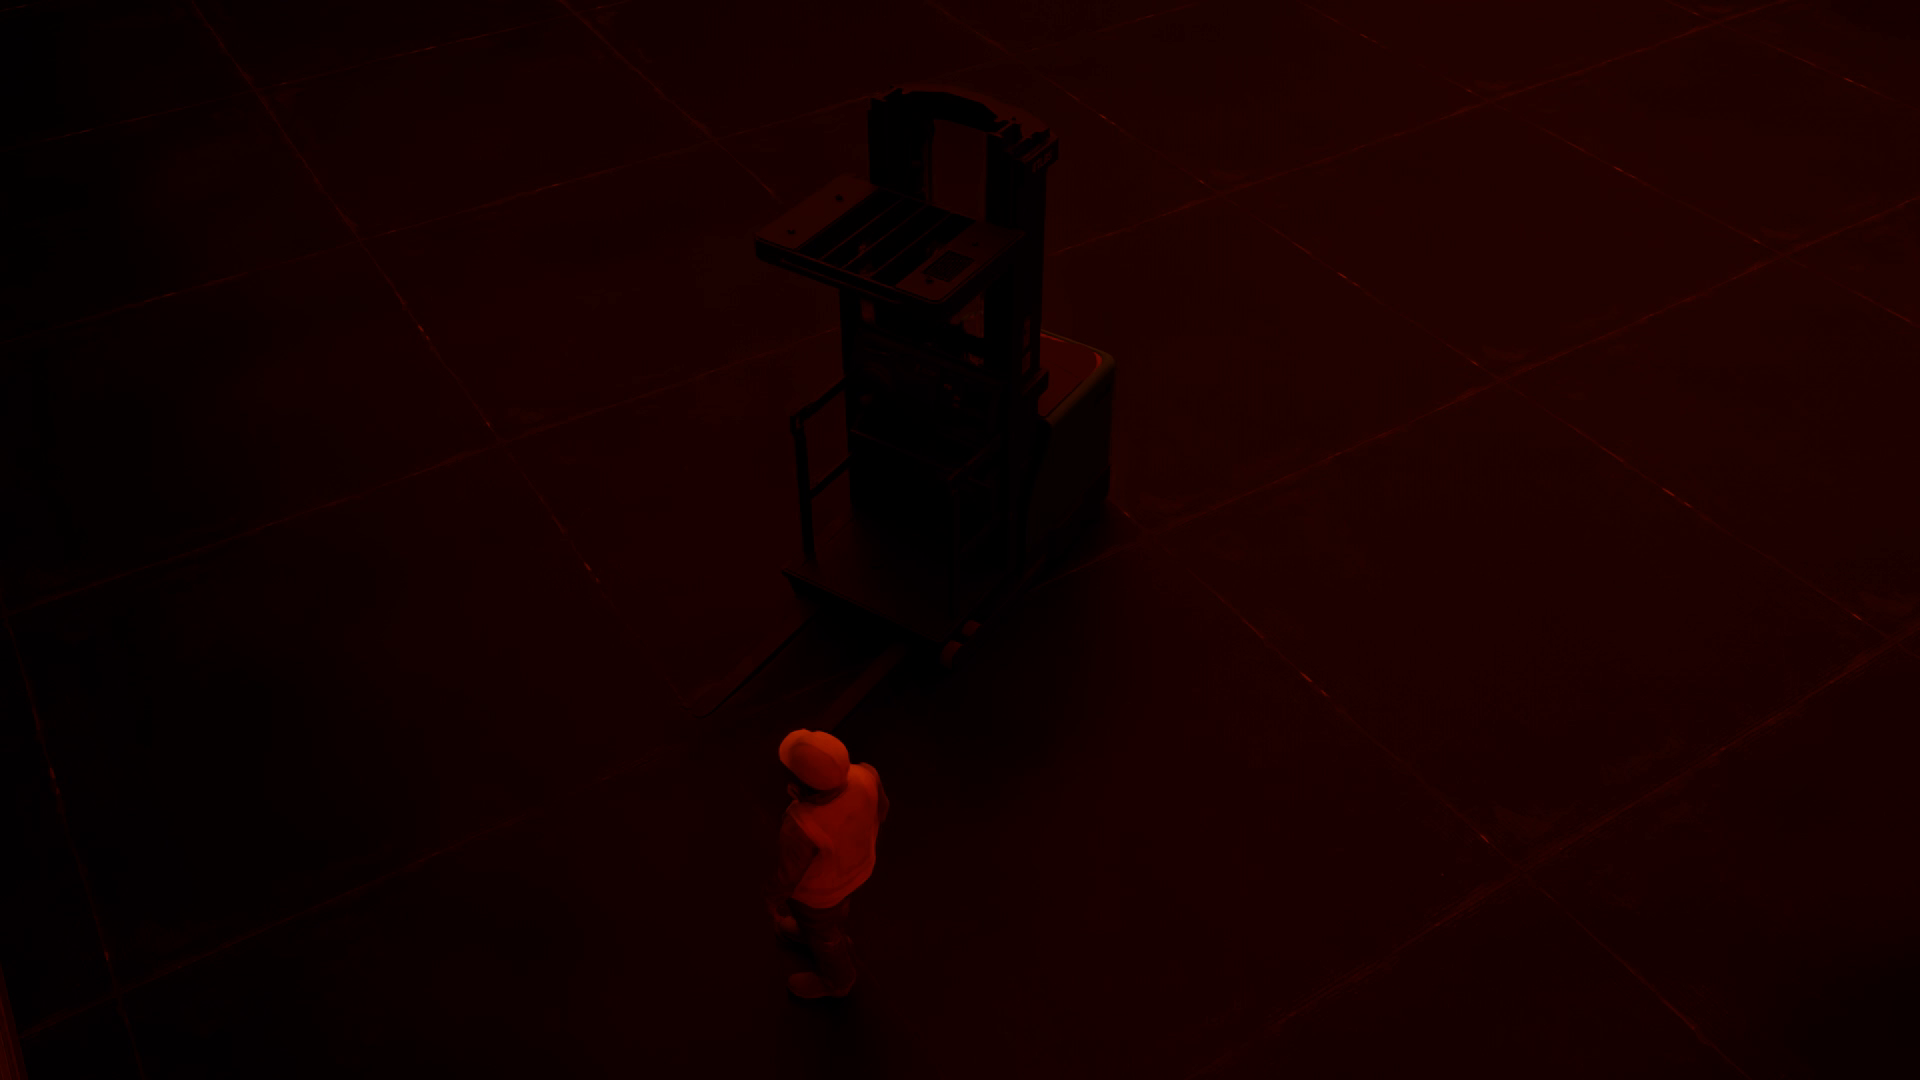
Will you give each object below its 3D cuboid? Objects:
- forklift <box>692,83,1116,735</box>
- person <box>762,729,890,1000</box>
[{"bbox_3d":[-0.302,-0.736,8.713,1.130,2.935,3.031,23,46,24],"label":"forklift"},{"bbox_3d":[-0.658,1.354,7.203,0.650,1.773,0.630,32,50,31],"label":"person"}]
